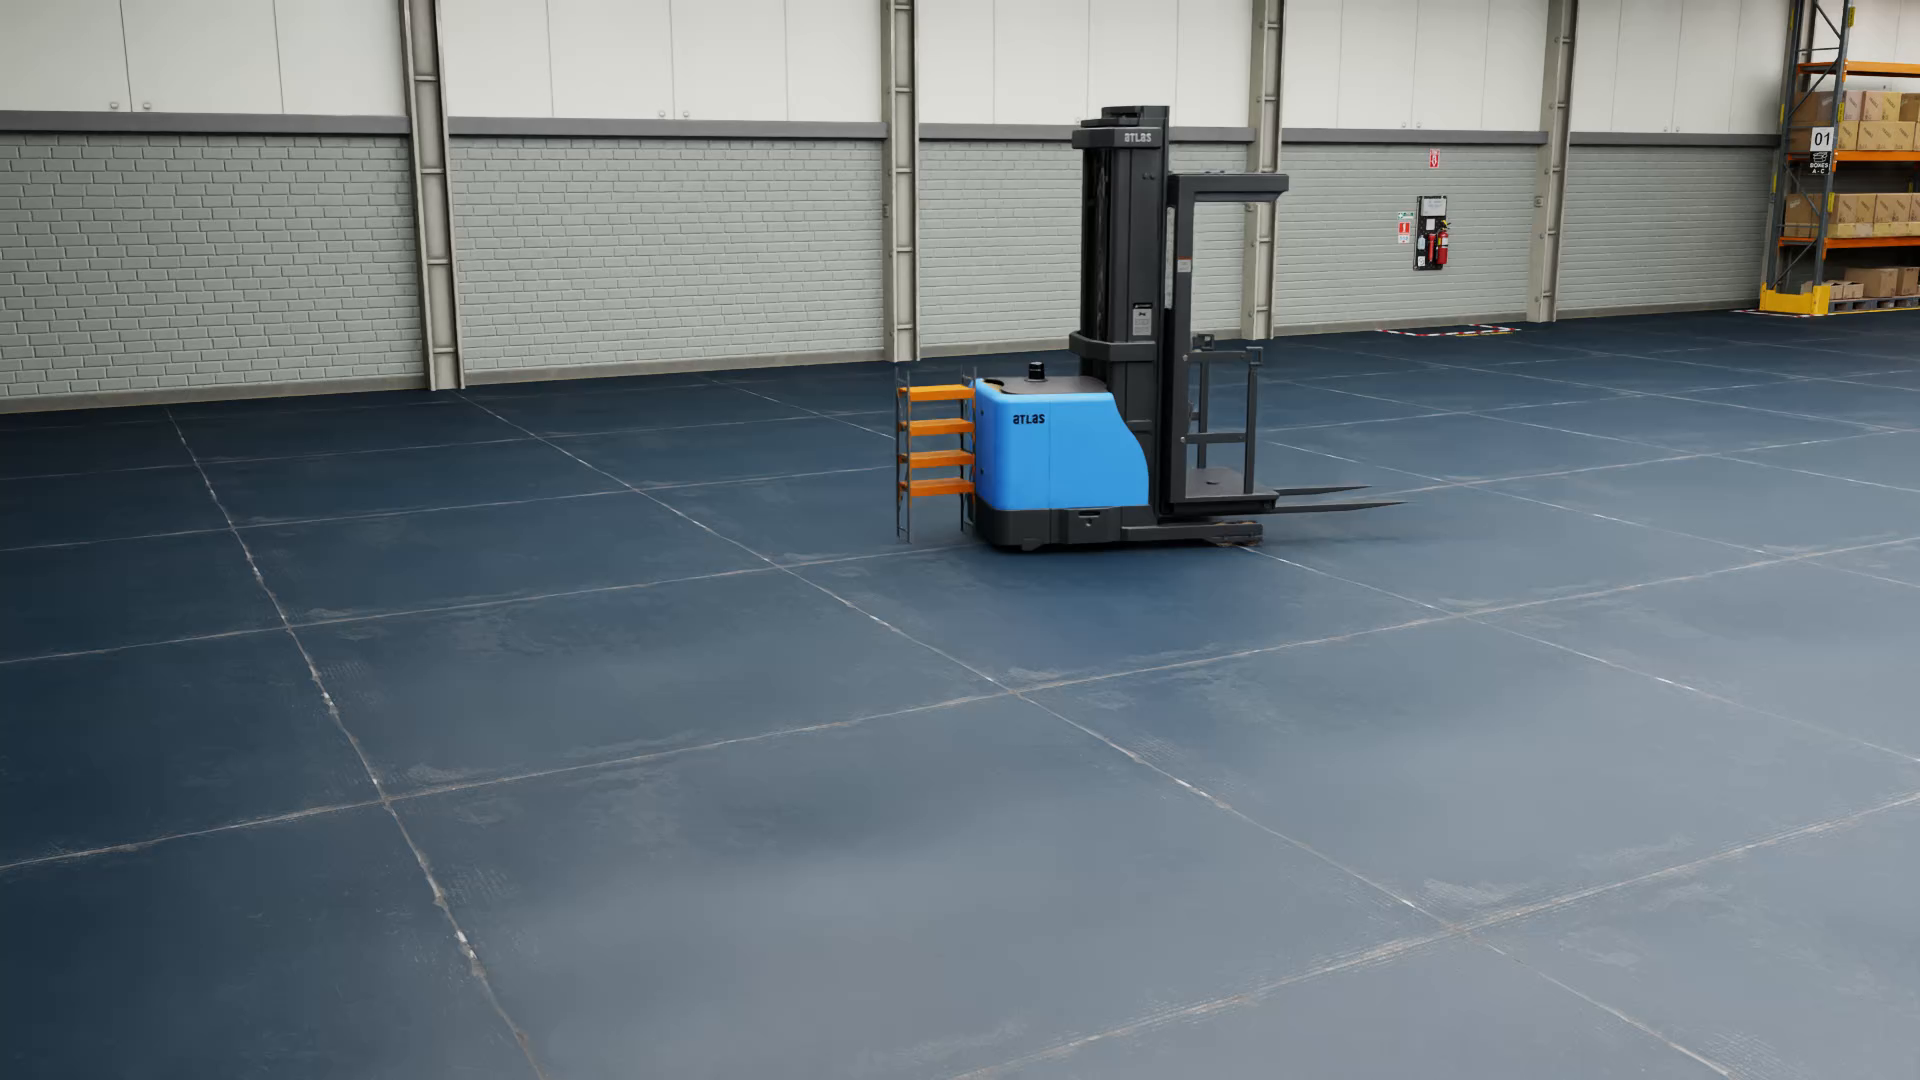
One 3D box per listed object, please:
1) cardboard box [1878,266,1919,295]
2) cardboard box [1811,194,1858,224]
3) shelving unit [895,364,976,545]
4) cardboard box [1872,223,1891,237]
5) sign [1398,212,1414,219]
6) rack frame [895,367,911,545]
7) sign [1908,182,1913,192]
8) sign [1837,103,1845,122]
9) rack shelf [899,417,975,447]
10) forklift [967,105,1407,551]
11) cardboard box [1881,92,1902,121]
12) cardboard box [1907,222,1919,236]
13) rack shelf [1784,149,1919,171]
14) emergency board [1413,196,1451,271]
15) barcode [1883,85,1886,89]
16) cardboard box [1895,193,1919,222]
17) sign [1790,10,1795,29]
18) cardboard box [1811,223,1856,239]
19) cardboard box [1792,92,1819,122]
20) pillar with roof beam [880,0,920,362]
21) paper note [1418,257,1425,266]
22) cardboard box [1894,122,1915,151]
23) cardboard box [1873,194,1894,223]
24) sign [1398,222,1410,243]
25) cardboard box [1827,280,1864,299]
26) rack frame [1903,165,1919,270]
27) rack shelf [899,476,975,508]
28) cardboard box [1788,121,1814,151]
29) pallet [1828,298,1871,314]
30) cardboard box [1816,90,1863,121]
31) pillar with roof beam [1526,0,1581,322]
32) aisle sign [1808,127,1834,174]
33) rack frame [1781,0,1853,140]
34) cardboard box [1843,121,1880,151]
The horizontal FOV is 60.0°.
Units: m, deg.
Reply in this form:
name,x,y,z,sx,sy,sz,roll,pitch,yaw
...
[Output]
name,x,y,z,sx,sy,sz,roll,pitch,yaw
cardboard box,17.439,-4.831,30.935,0.500,0.500,0.500,-8,15,-32
cardboard box,15.383,-5.827,29.256,0.500,0.500,0.500,-7,14,-28
shelving unit,-0.168,-0.596,11.526,0.503,1.200,0.258,-5,14,-22
cardboard box,16.299,-5.568,29.817,0.500,0.250,0.500,-7,15,-29
sign,7.039,-5.125,26.261,0.331,0.109,0.001,-7,14,-28
rack frame,-0.393,-0.575,11.433,0.015,1.200,0.240,-5,14,-22
sign,18.061,-6.624,31.574,0.005,0.325,0.100,-7,14,-28
sign,15.080,-7.317,28.468,0.005,0.325,0.100,-7,14,-28
rack shelf,-0.168,-0.749,11.491,0.480,0.148,0.258,-5,14,-22
forklift,1.622,-1.493,11.566,3.031,2.935,1.130,-2,13,-10
cardboard box,16.183,-7.634,29.318,0.500,0.500,0.500,-6,14,-26
cardboard box,17.185,-5.674,30.287,0.500,0.250,0.500,-7,14,-28
rack shelf,16.575,-6.855,30.043,4.000,0.370,1.077,-7,14,-28
emergency board,7.566,-4.888,26.499,0.643,1.169,0.194,-7,14,-28
barcode,16.904,-8.280,30.409,0.075,0.075,0.001,-7,14,-28
cardboard box,17.181,-6.041,30.210,0.500,0.500,0.500,-7,15,-29
sign,14.571,-9.101,29.064,0.005,0.325,0.100,-7,14,-28
cardboard box,15.400,-5.459,29.329,0.500,0.250,0.500,-7,15,-29
cardboard box,15.073,-7.637,29.331,0.500,0.500,0.500,-6,14,-25
pillar with roof beam,1.283,-5.976,17.667,0.400,9.000,9.100,-7,14,-28
paper note,7.377,-4.453,26.572,0.142,0.148,0.016,-7,14,-28
cardboard box,16.635,-7.206,29.693,0.500,0.500,0.500,-6,14,-24
cardboard box,16.278,-5.930,29.715,0.500,0.500,0.500,-7,15,-30
sign,7.031,-4.868,26.325,0.234,0.329,0.001,-7,14,-28
cardboard box,15.970,-4.550,30.118,0.500,0.311,0.500,-6,14,-23
rack frame,18.330,-5.953,31.228,0.127,3.000,1.000,-7,14,-28
rack shelf,-0.168,-0.337,11.584,0.480,0.148,0.258,-5,14,-22
cardboard box,15.064,-7.147,29.428,0.500,0.500,0.500,-6,14,-24
pallet,15.616,-4.258,30.049,1.213,0.211,1.003,-7,14,-28
cardboard box,15.274,-7.535,28.878,0.500,0.500,0.500,-8,15,-32
pillar with roof beam,11.816,-7.238,23.276,0.400,9.000,9.100,-7,14,-28
aisle sign,14.900,-6.735,28.782,0.004,0.787,0.394,-7,14,-28
rack frame,14.819,-8.459,28.700,0.127,3.000,1.000,-7,14,-28
cardboard box,15.721,-7.090,29.178,0.500,0.500,0.500,-6,14,-24
